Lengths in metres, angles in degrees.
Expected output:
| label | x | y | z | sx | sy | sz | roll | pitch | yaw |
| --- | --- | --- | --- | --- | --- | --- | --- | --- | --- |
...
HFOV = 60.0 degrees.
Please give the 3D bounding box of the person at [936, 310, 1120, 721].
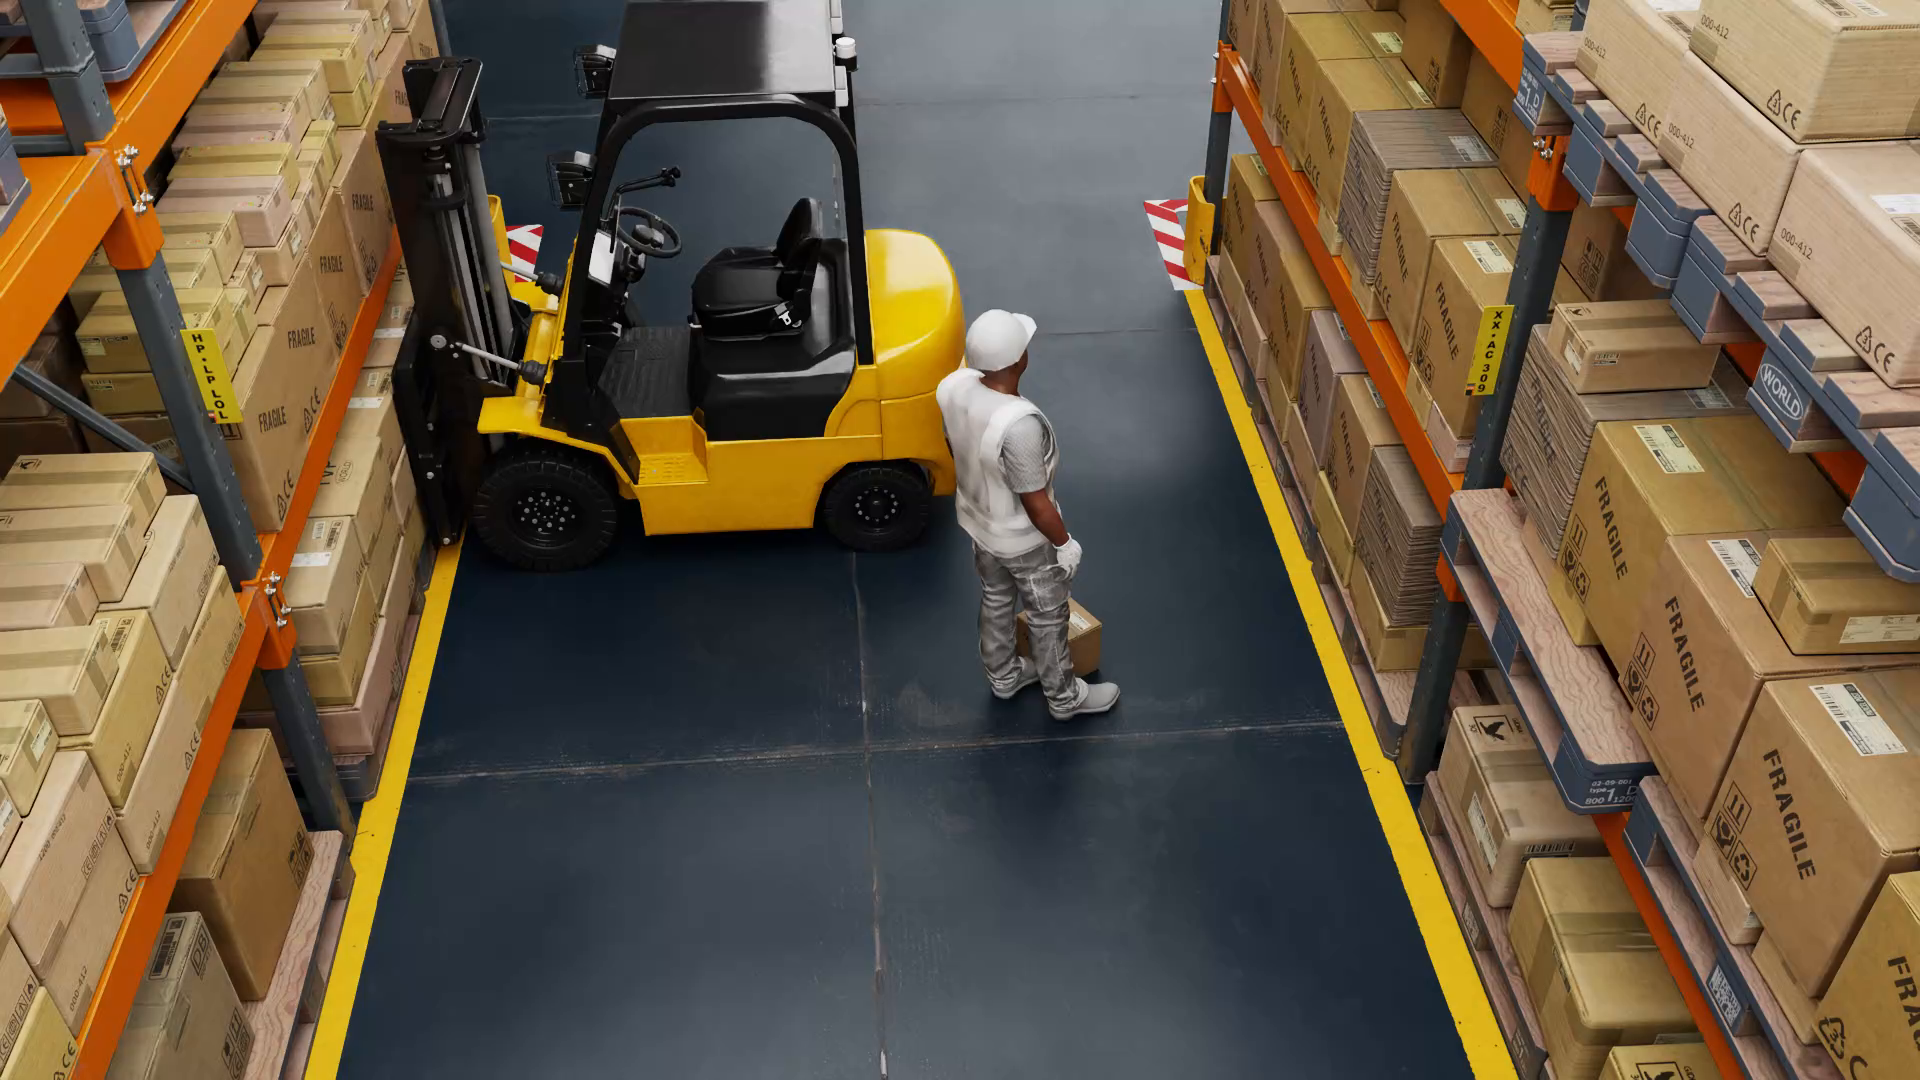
| label | x | y | z | sx | sy | sz | roll | pitch | yaw |
| --- | --- | --- | --- | --- | --- | --- | --- | --- | --- |
| person | 0.258 | -0.099 | 6.247 | 0.574 | 1.786 | 0.656 | -23 | 44 | -26 |
